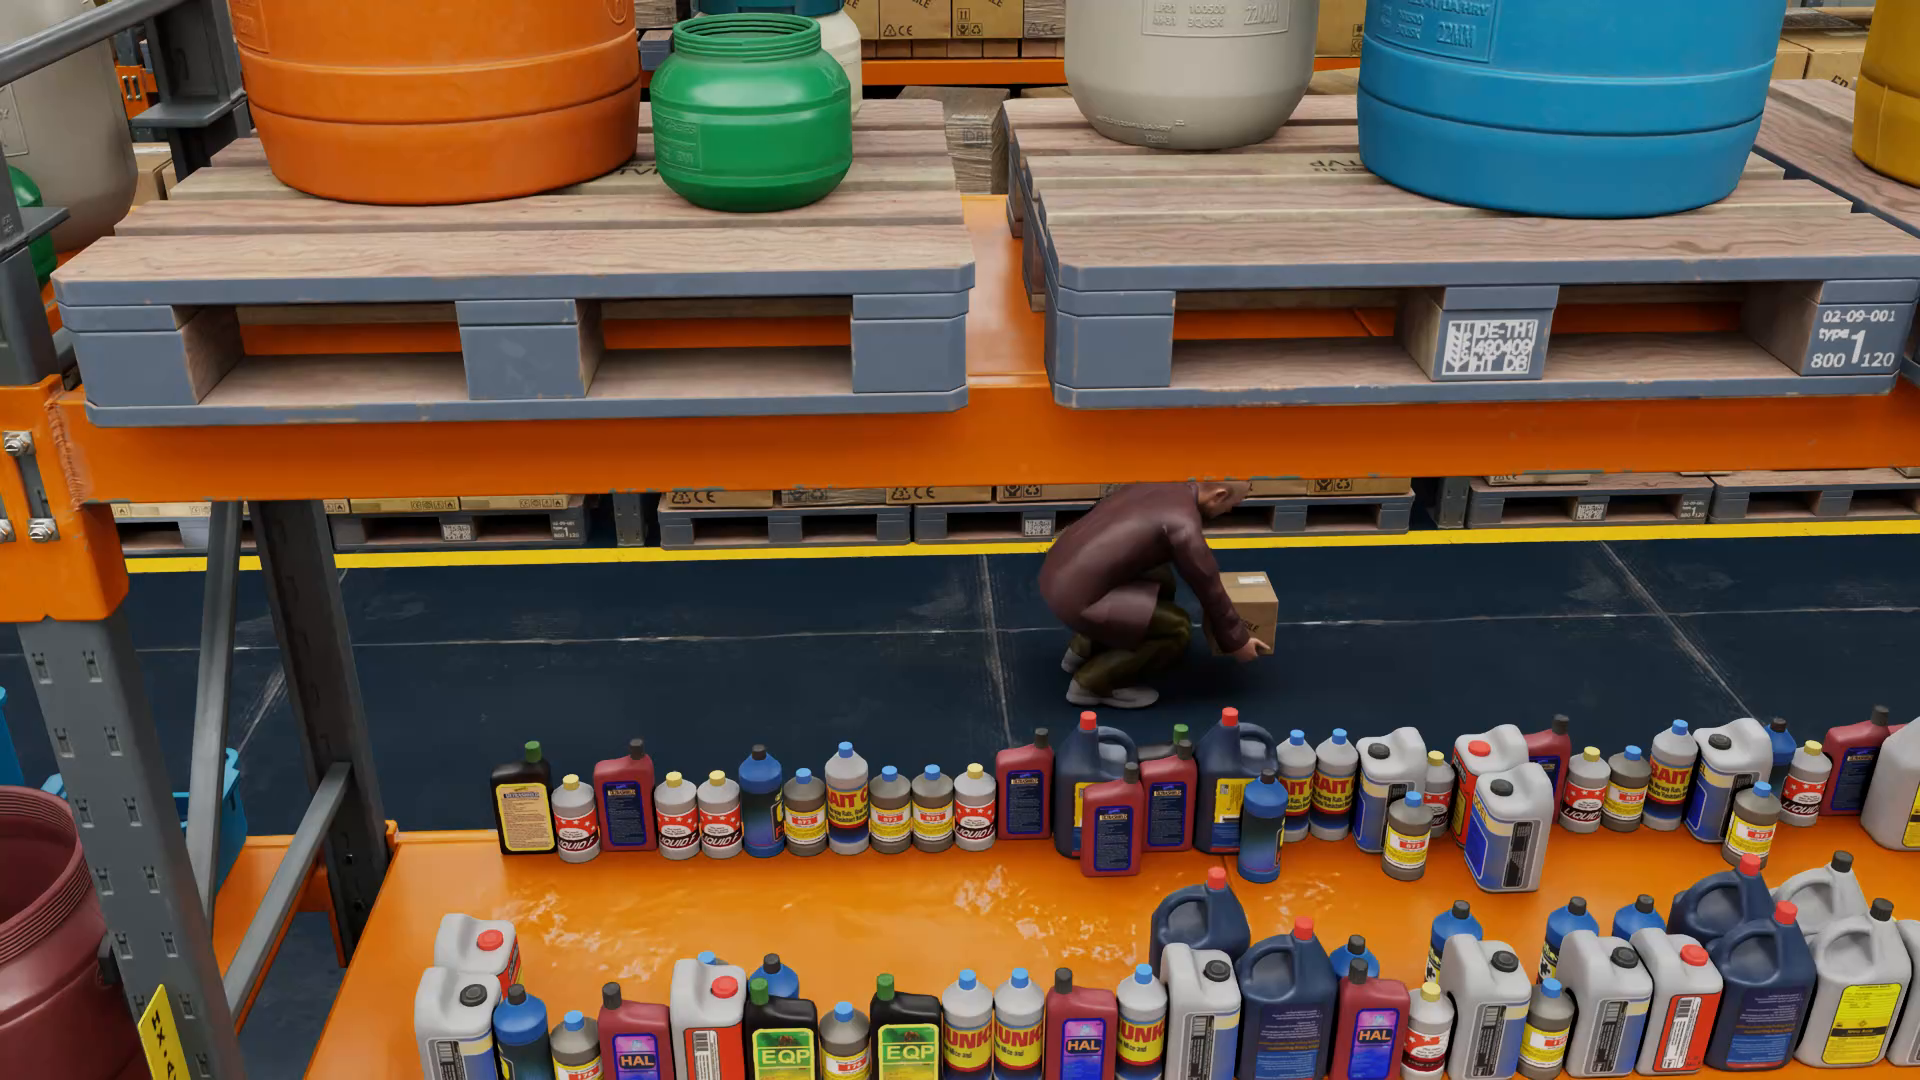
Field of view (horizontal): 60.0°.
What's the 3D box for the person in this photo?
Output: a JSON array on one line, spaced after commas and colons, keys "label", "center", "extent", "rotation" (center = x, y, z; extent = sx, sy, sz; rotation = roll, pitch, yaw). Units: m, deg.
[{"label": "person", "center": [0.779, 0.155, 6.690], "extent": [0.936, 1.001, 0.577], "rotation": [-2, 27, -4]}]
